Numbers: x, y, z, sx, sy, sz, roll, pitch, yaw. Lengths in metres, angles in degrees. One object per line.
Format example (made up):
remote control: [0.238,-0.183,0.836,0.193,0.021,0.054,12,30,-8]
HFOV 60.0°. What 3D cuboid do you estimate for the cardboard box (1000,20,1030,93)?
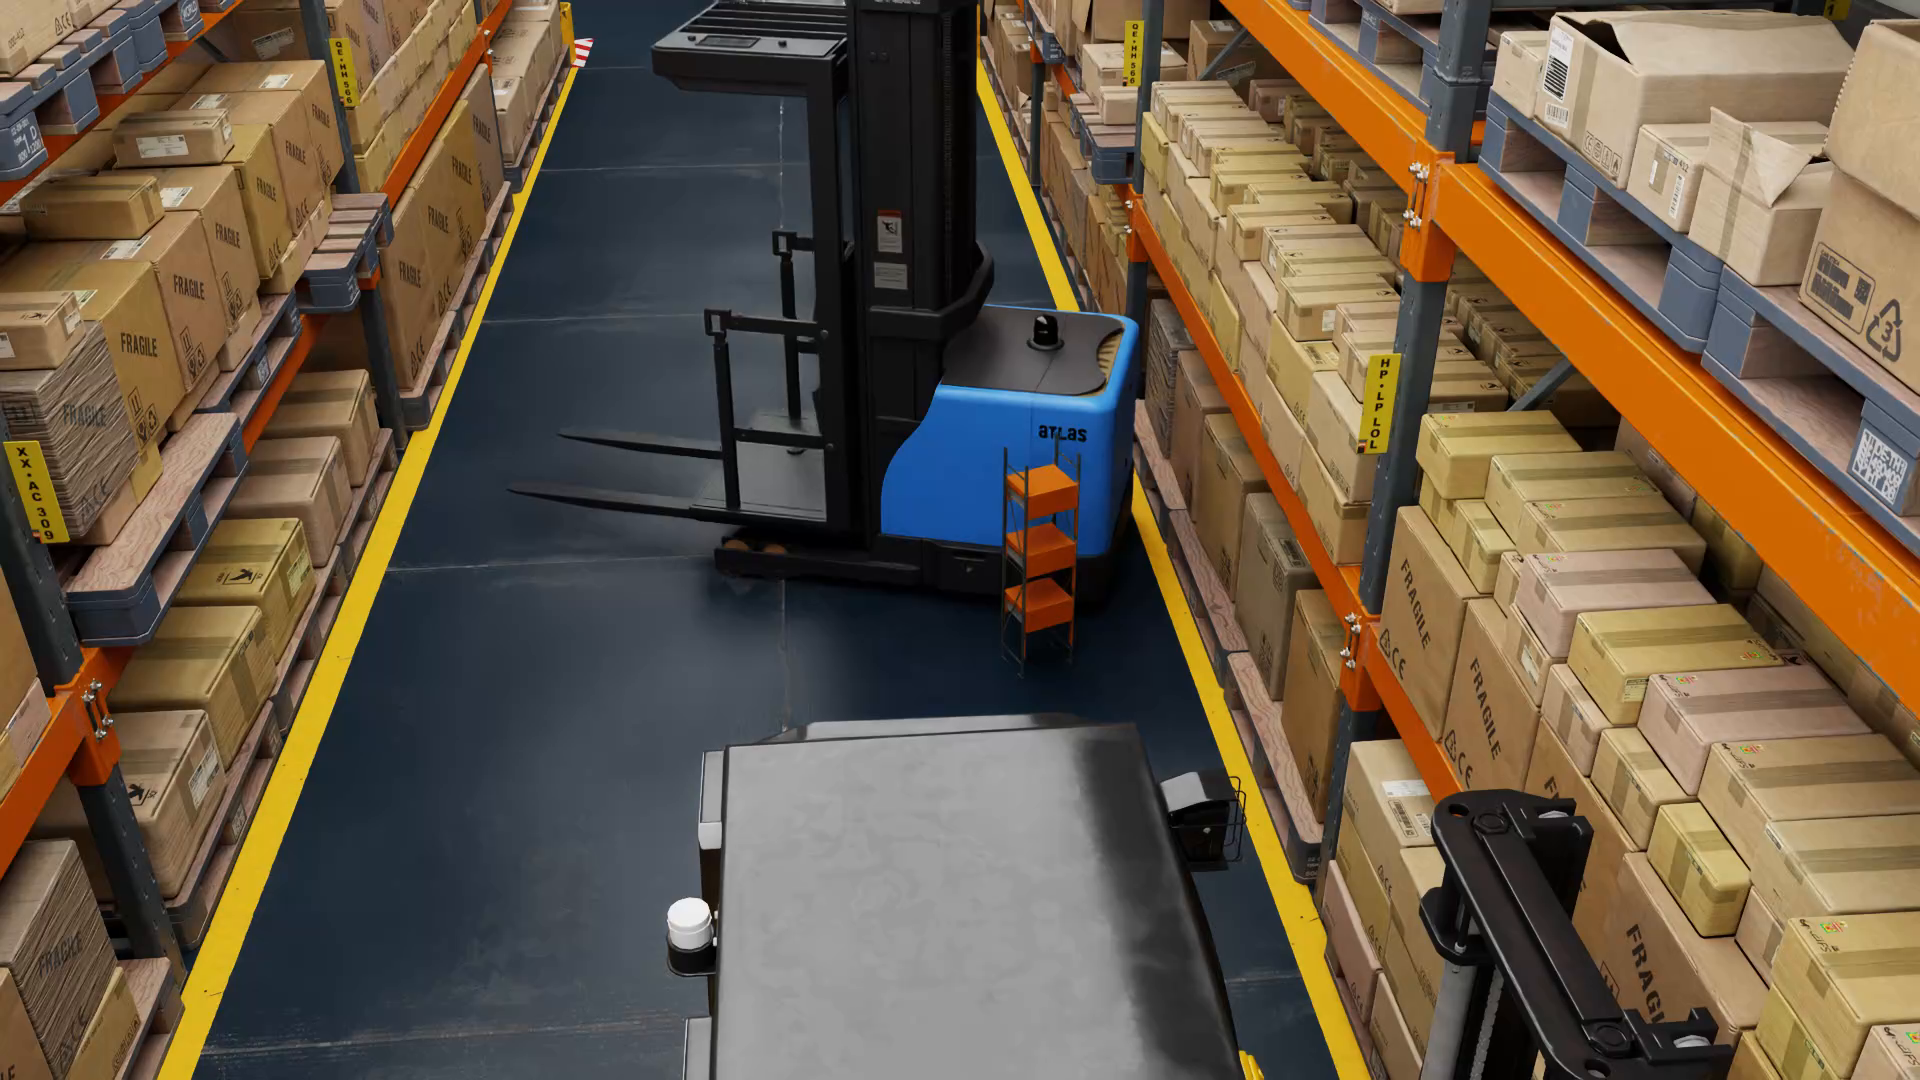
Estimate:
cardboard box: [0.621,-4.175,14.343,0.500,0.500,0.500,-2,31,-4]

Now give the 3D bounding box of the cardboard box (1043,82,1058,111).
cardboard box: [0.809,-3.245,12.154,0.380,0.149,0.250,-1,31,-2]

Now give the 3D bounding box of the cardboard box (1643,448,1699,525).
cardboard box: [2.101,-0.142,4.542,0.380,0.149,0.250,-4,31,-6]

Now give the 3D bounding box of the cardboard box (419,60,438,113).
cardboard box: [-3.481,-2.752,10.079,0.500,0.250,0.500,-3,31,-5]

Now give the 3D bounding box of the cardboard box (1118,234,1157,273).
cardboard box: [1.116,-1.639,9.464,0.380,0.149,0.250,-4,31,-7]

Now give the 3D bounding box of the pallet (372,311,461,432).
pallet: [-3.526,-0.983,9.689,1.003,0.211,1.213,-3,31,-5]

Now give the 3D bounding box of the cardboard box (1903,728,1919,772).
cardboard box: [2.199,0.514,3.443,0.380,0.149,0.250,-2,31,-3]

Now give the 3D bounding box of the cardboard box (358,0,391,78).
cardboard box: [-3.386,-2.762,8.877,0.500,0.500,0.500,-3,31,-4]

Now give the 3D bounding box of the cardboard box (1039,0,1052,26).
cardboard box: [0.912,-3.757,11.107,0.700,0.500,0.500,-2,31,-4]

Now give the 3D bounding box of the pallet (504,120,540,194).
pallet: [-3.894,-3.011,13.085,1.003,0.211,1.213,-3,31,-5]

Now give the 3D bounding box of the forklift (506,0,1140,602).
forklift: [-0.701,-1.326,7.612,3.031,2.935,1.130,6,31,10]

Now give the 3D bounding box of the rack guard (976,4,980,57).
rack guard: [0.674,-4.986,16.110,1.175,0.500,0.348,-3,31,-5]

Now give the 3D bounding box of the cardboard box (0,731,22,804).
cardboard box: [-2.790,0.653,4.477,0.380,0.149,0.250,-2,31,-3]

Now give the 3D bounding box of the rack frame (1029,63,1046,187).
rack frame: [1.041,-4.056,12.115,1.000,3.000,0.127,-3,31,-5]

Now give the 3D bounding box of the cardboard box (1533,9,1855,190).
cardboard box: [1.623,-1.007,3.666,0.500,0.311,0.500,-2,31,-4]

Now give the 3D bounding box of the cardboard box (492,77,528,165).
cardboard box: [-3.853,-3.222,12.808,0.875,0.438,0.875,-3,31,-5]

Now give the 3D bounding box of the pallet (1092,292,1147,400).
pallet: [1.382,-1.199,10.052,1.003,0.211,1.213,-3,31,-5]

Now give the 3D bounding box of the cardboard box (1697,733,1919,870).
cardboard box: [1.763,0.537,3.406,0.380,0.149,0.250,-3,31,-4]

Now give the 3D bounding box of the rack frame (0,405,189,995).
rack frame: [-3.153,0.269,4.875,1.000,3.000,0.127,-3,31,-5]

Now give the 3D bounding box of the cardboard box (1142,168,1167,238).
cardboard box: [1.213,-1.711,8.335,0.500,0.250,0.500,-3,31,-4]

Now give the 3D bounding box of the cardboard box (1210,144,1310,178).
cardboard box: [1.317,-1.632,7.327,0.380,0.149,0.250,-2,31,-4]

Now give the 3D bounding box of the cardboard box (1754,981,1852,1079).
cardboard box: [1.706,0.932,3.034,0.380,0.149,0.250,-3,31,-4]

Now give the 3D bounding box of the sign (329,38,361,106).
sign: [-2.988,-2.268,8.069,0.100,0.325,0.005,-3,31,-5]

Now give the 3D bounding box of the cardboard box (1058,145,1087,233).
cardboard box: [0.964,-2.379,11.335,0.500,0.500,0.500,-4,31,-6]

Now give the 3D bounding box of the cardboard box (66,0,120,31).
cardboard box: [-2.857,-1.712,5.002,0.500,0.250,0.500,-3,31,-5]

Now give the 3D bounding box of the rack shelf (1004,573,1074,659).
rack shelf: [0.338,0.330,7.237,0.240,0.259,0.215,-15,34,-23]

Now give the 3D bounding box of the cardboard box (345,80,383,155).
cardboard box: [-3.329,-2.194,8.657,0.500,0.250,0.500,-3,31,-5]

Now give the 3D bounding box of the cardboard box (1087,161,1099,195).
cardboard box: [1.020,-2.317,10.600,0.380,0.149,0.250,-4,31,-7]

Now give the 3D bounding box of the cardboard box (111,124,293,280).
cardboard box: [-3.100,-1.385,6.846,0.500,0.500,0.500,-5,31,-8]

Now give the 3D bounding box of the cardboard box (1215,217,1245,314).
cardboard box: [1.362,-1.142,6.895,0.500,0.250,0.500,-2,31,-4]

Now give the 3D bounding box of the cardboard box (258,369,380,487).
cardboard box: [-3.484,-0.537,8.377,0.950,0.372,0.625,-5,31,-8]

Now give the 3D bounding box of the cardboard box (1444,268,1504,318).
cardboard box: [1.929,-0.879,6.066,0.380,0.149,0.250,-3,31,-5]

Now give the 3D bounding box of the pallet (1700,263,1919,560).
pallet: [2.004,-0.165,2.763,1.003,0.211,1.213,-3,31,-5]

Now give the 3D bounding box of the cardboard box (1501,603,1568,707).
cardboard box: [1.583,0.276,4.132,0.380,0.149,0.250,-2,31,-3]

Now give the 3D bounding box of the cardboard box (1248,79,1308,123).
cardboard box: [1.646,-2.178,8.242,0.380,0.149,0.250,-2,31,-3]

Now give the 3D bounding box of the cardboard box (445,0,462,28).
cardboard box: [-3.564,-3.498,10.840,0.500,0.250,0.500,-2,31,-3]

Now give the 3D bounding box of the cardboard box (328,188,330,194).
cardboard box: [-3.262,-1.690,7.990,0.380,0.149,0.250,-2,31,-3]

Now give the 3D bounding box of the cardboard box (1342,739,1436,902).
cardboard box: [1.521,0.862,5.179,0.500,0.250,0.500,-3,31,-5]

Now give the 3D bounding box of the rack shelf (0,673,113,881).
rack shelf: [-2.967,1.599,3.350,1.077,0.370,4.000,-3,31,-5]

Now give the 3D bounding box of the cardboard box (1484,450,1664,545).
cardboard box: [1.655,-0.115,4.497,0.380,0.149,0.250,-2,31,-4]

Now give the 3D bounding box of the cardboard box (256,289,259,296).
cardboard box: [-3.144,-1.027,6.880,0.380,0.149,0.250,-3,31,-4]

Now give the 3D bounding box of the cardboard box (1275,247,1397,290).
cardboard box: [1.404,-0.979,6.234,0.380,0.149,0.250,-3,31,-6]

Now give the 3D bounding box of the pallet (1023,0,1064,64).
pallet: [1.007,-3.560,11.472,1.003,0.211,1.213,-3,31,-5]

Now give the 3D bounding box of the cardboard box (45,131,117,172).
cardboard box: [-3.604,-1.347,6.783,0.500,0.500,0.500,-2,31,-4]

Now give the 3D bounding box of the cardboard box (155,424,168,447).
cardboard box: [-3.008,-0.370,5.780,0.380,0.149,0.250,-1,31,-1]

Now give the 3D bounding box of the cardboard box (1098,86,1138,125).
cardboard box: [0.971,-2.403,9.183,0.380,0.149,0.250,-2,31,-4]

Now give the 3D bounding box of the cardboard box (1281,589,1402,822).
cardboard box: [1.728,0.602,6.223,0.875,0.625,0.625,-1,31,-2]

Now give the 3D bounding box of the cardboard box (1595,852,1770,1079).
cardboard box: [1.709,1.006,3.542,0.500,0.500,0.500,-3,31,-4]

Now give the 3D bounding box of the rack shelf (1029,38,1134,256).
rack shelf: [1.228,-2.726,10.590,1.077,0.370,4.000,-3,31,-5]

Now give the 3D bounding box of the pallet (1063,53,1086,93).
pallet: [1.228,-2.924,10.407,1.003,0.211,1.213,-3,31,-5]

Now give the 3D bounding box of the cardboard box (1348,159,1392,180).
cardboard box: [1.891,-1.532,7.160,0.380,0.149,0.250,-3,31,-5]

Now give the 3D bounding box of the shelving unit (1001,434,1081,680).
shelving unit: [0.338,0.082,7.089,0.252,1.050,0.215,-15,34,-23]

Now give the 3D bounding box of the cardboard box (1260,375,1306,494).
cardboard box: [1.428,-0.408,6.154,0.500,0.250,0.500,-3,31,-5]

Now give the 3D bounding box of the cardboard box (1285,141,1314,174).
cardboard box: [1.783,-1.687,7.807,0.500,0.250,0.500,-2,31,-4]

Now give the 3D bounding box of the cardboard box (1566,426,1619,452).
cardboard box: [1.996,-0.393,5.641,0.500,0.250,0.500,-3,31,-5]
